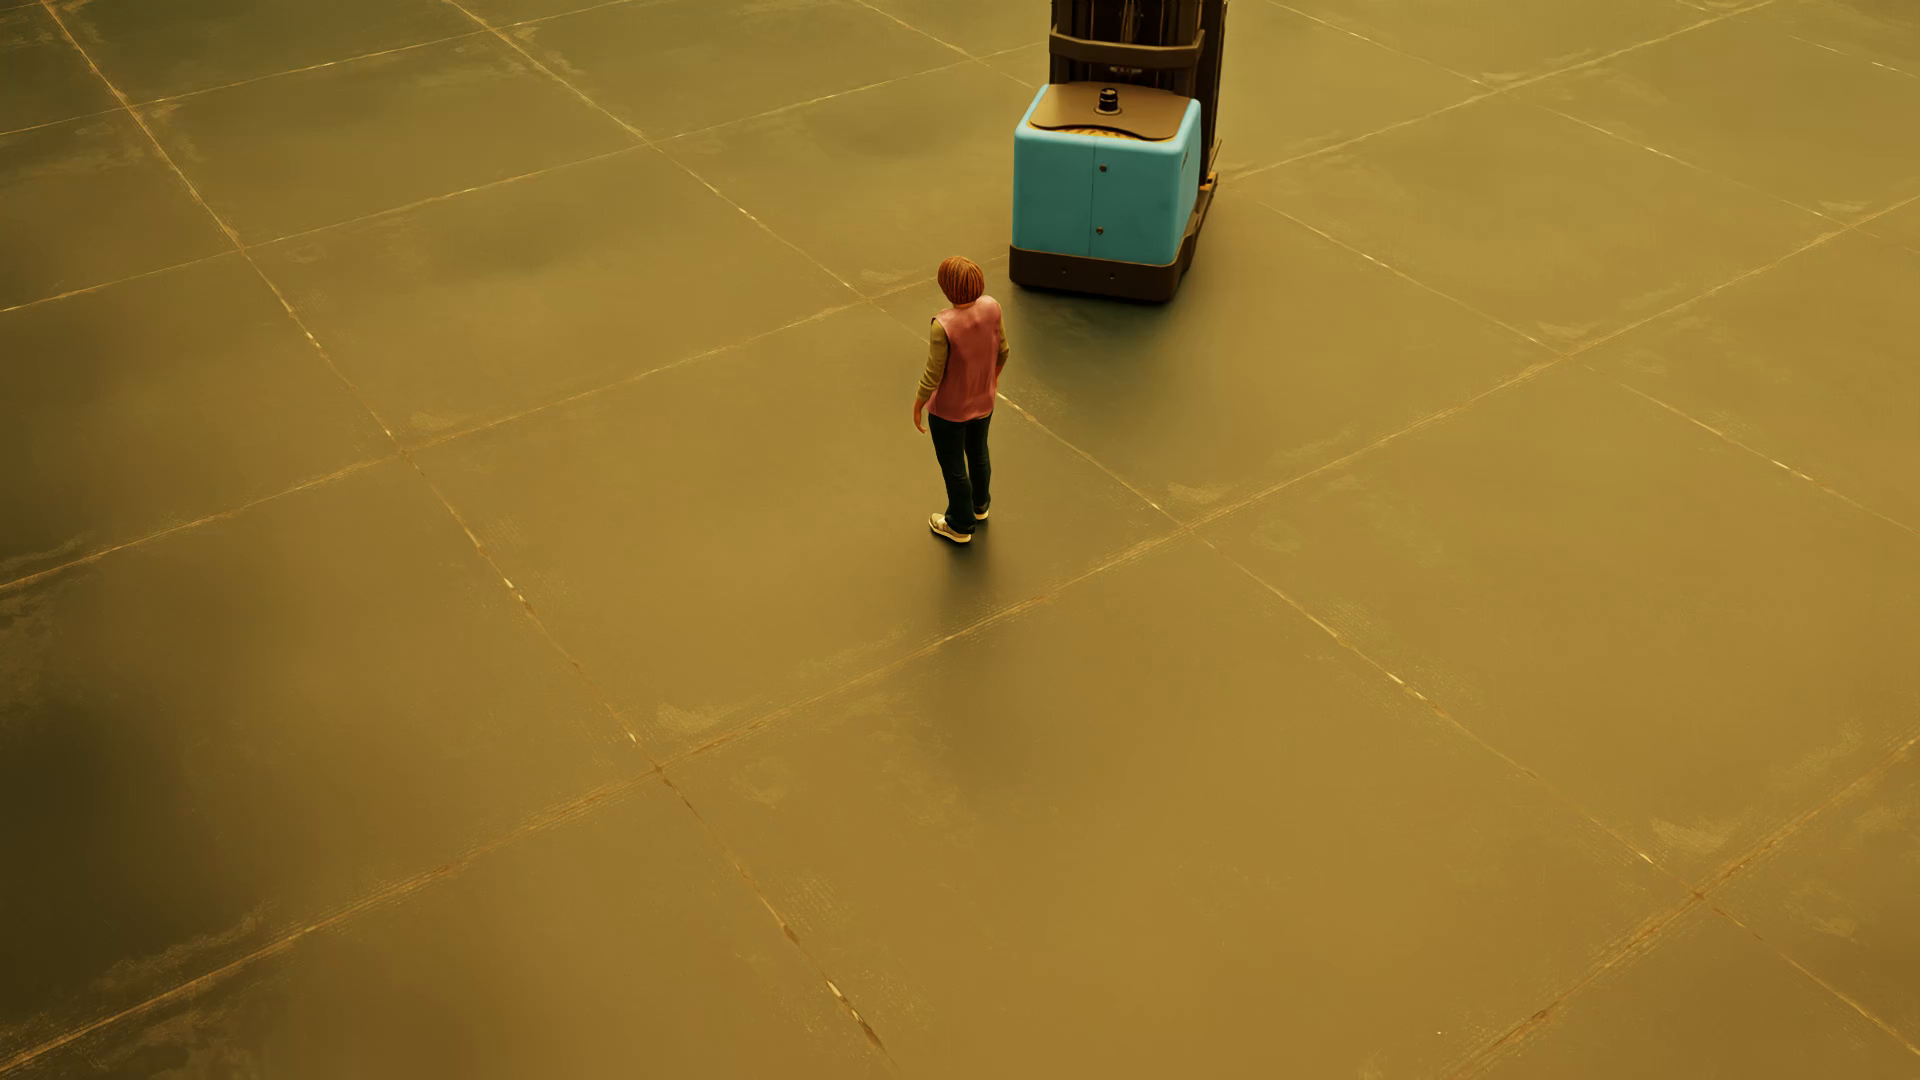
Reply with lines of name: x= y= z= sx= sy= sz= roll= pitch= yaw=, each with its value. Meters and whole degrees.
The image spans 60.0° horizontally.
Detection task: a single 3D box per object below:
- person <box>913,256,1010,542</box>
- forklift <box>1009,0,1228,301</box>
person: x=-0.032 y=-0.689 z=7.986 sx=0.521 sy=1.599 sz=0.473 roll=-23 pitch=42 yaw=-28
forklift: x=1.188 y=-3.534 z=10.724 sx=1.130 sy=2.935 sz=3.031 roll=9 pitch=37 yaw=12
